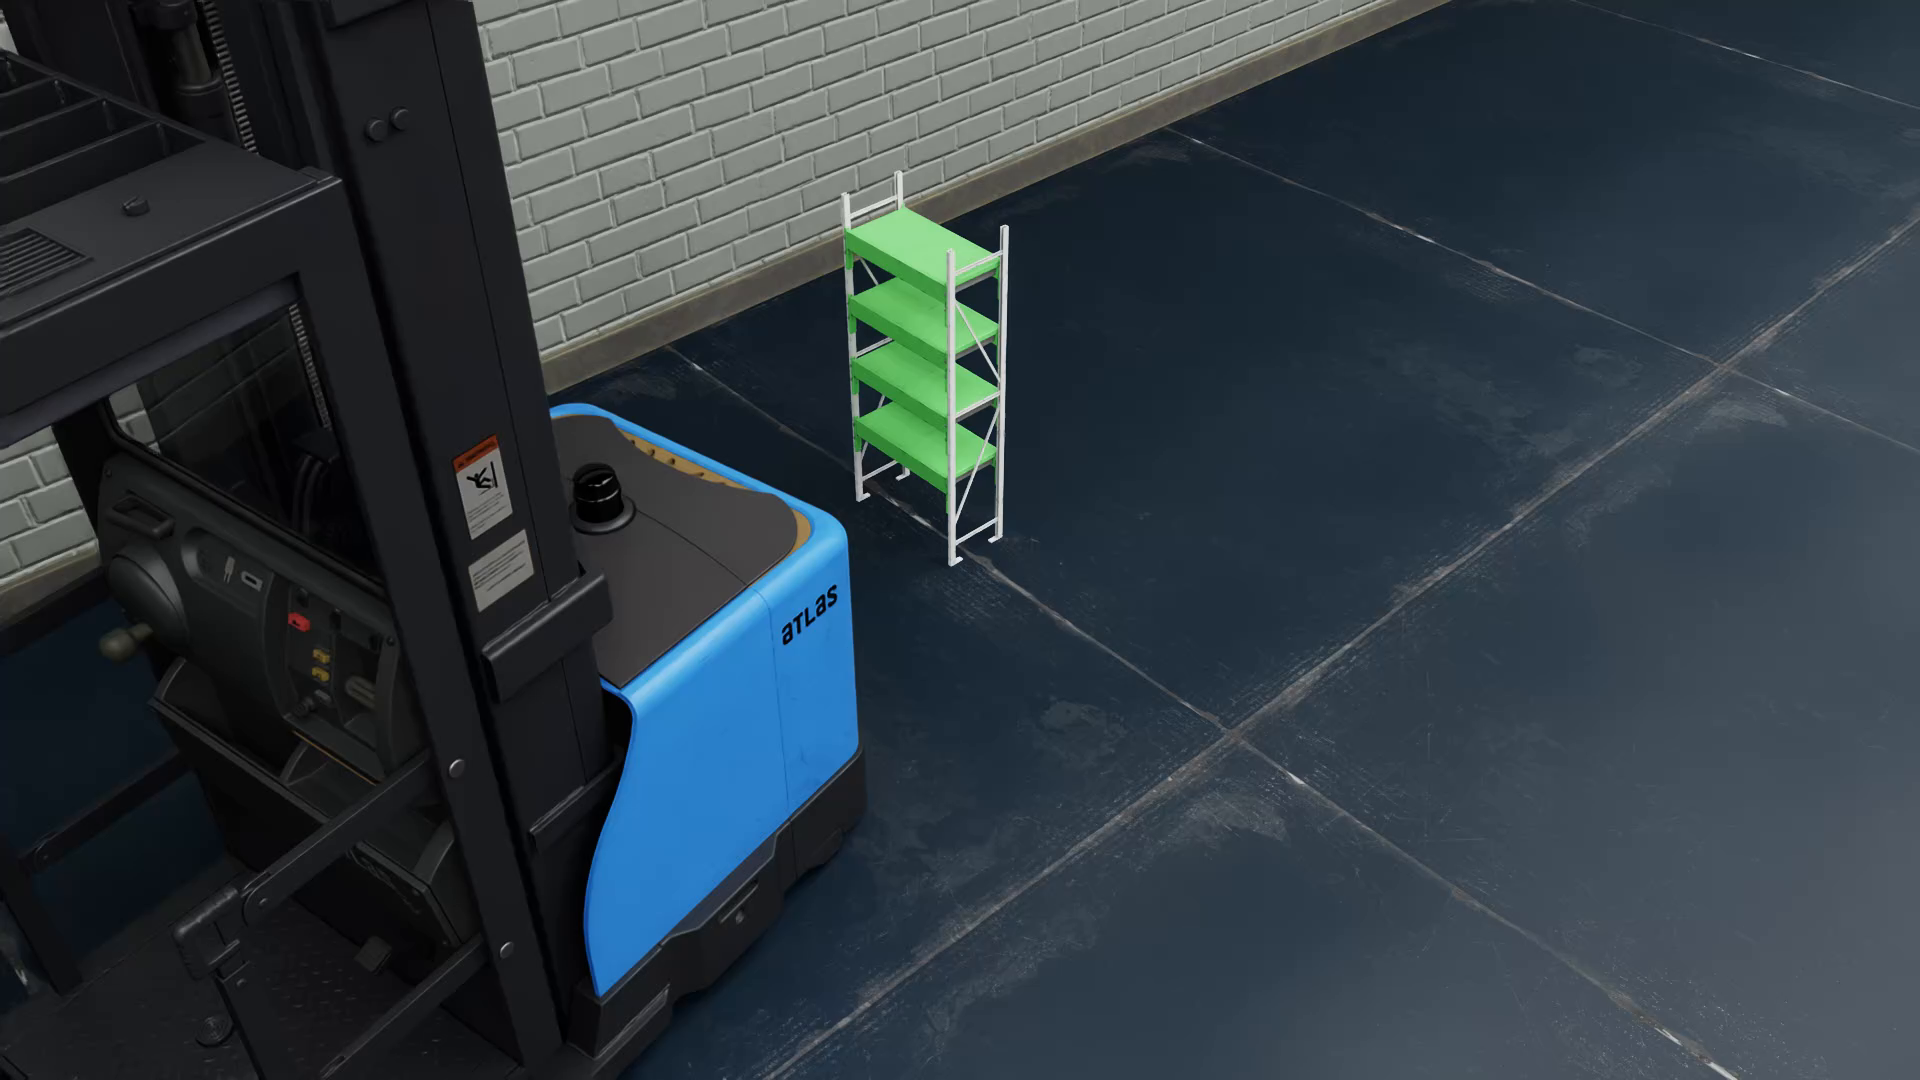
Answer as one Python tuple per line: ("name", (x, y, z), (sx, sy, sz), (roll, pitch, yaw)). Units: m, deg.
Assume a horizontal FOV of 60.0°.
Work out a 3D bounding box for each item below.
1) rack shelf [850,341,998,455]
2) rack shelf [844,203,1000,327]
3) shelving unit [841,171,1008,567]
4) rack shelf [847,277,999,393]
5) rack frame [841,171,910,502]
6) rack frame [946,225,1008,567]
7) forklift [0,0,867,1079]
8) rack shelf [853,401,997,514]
("rack shelf", (-0.112, -0.494, 5.508), (0.258, 0.148, 0.480), (-30, 48, -32))
("rack shelf", (-0.112, -0.867, 5.206), (0.258, 0.148, 0.480), (-30, 48, -32))
("shelving unit", (-0.112, -0.543, 5.468), (0.258, 1.200, 0.503), (-30, 48, -32))
("rack shelf", (-0.112, -0.680, 5.357), (0.258, 0.148, 0.480), (-30, 48, -32))
("rack frame", (-0.277, -0.656, 5.608), (0.240, 1.200, 0.015), (-30, 48, -32))
("rack frame", (0.053, -0.430, 5.328), (0.240, 1.200, 0.015), (-30, 48, -32))
("forklift", (-1.528, 0.226, 3.137), (1.130, 2.935, 3.031), (24, 45, 27))
("rack shelf", (-0.112, -0.307, 5.659), (0.258, 0.148, 0.480), (-30, 48, -32))
